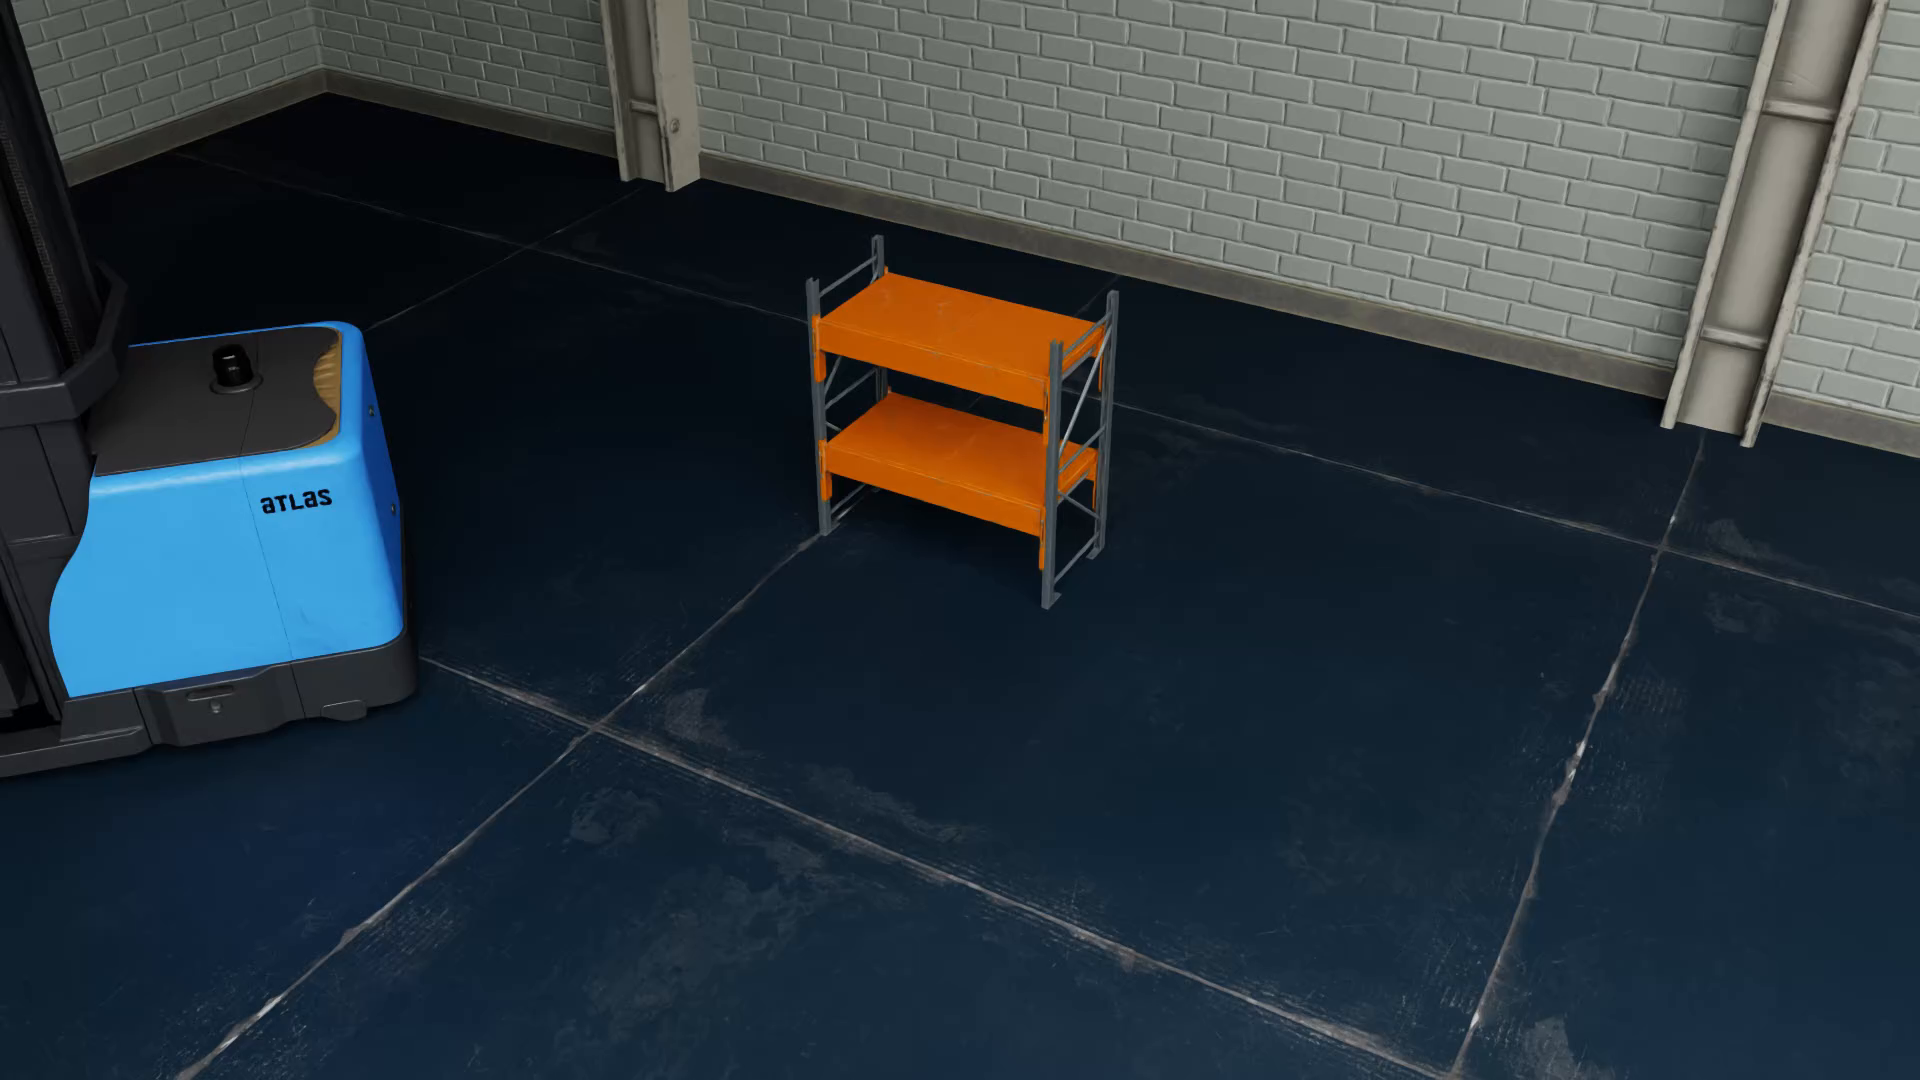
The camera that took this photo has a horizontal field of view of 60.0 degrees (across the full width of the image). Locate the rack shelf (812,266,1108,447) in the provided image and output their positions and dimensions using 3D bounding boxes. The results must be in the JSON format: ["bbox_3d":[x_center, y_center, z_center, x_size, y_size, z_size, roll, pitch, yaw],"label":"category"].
[{"bbox_3d":[0.006,-0.710,6.273,1.000,0.278,0.538,18,37,24],"label":"rack shelf"}]

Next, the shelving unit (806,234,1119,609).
[{"bbox_3d":[0.006,-0.466,6.435,1.048,1.125,0.538,18,37,24],"label":"shelving unit"}]

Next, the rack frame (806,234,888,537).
[{"bbox_3d":[-0.435,-0.606,6.645,0.032,1.125,0.500,18,37,24],"label":"rack frame"}]

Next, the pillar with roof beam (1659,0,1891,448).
[{"bbox_3d":[1.275,-2.208,1.947,0.400,9.000,9.100,18,37,24],"label":"pillar with roof beam"}]

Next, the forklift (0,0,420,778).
[{"bbox_3d":[-3.480,-0.647,5.077,3.031,2.935,1.130,-9,35,-14],"label":"forklift"}]

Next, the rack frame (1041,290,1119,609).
[{"bbox_3d":[0.447,-0.327,6.225,0.032,1.125,0.500,18,37,24],"label":"rack frame"}]

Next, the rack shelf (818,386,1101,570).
[{"bbox_3d":[0.006,-0.263,6.571,1.000,0.278,0.538,18,37,24],"label":"rack shelf"}]

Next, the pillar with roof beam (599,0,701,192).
[{"bbox_3d":[-3.934,-3.858,4.425,0.400,9.000,9.100,18,37,24],"label":"pillar with roof beam"}]
